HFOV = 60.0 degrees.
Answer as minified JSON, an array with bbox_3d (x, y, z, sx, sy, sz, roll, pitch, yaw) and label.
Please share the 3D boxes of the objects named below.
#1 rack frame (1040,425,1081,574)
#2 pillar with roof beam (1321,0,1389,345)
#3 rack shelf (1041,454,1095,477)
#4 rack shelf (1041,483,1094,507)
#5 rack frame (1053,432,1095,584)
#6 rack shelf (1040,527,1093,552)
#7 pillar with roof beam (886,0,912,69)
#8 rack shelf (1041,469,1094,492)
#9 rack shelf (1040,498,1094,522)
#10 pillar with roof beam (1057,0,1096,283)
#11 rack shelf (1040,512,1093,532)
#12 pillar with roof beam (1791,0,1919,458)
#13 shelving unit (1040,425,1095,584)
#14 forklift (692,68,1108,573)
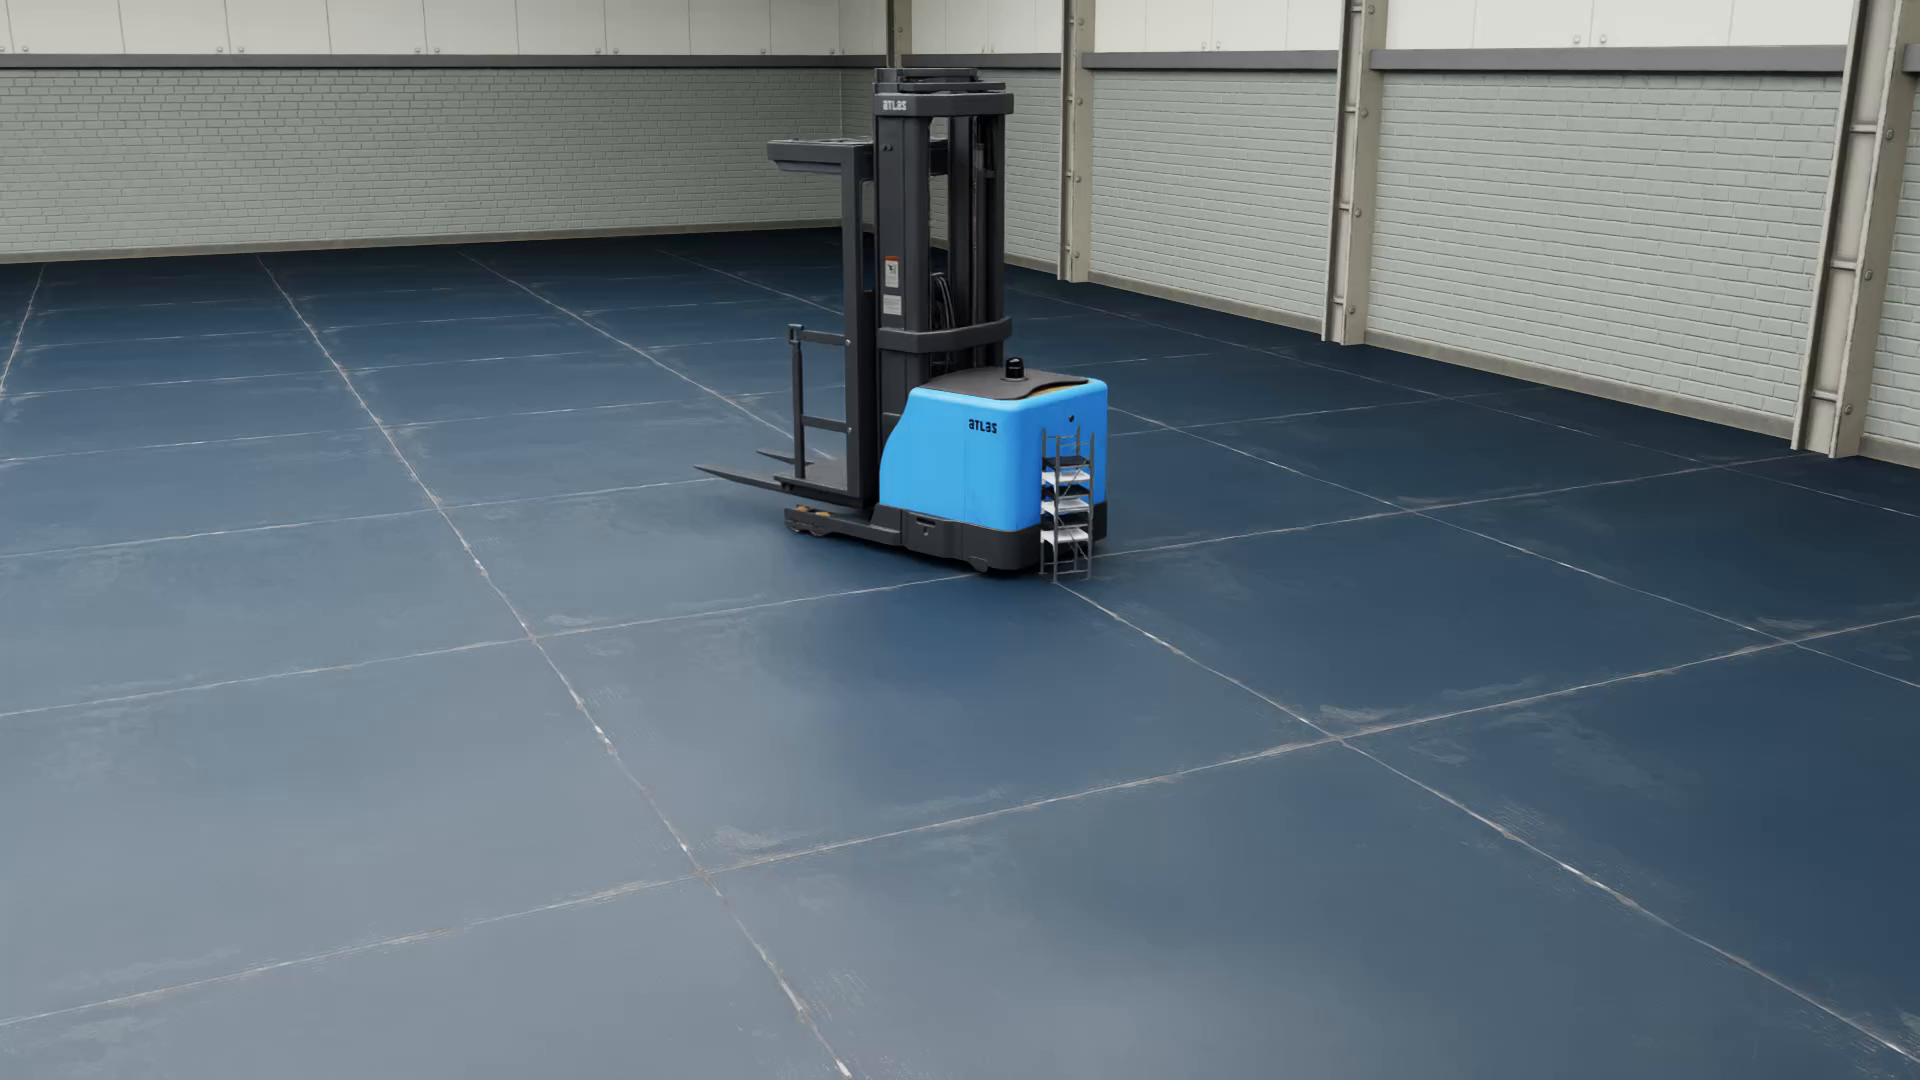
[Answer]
[{"bbox_3d":[0.599,-0.237,9.944,0.240,0.900,0.006,-5,17,-19],"label":"rack frame"},{"bbox_3d":[0.369,-5.996,15.332,9.100,9.000,0.400,-8,18,-25],"label":"pillar with roof beam"},{"bbox_3d":[0.635,-0.438,9.787,0.258,0.077,0.200,-5,17,-19],"label":"rack shelf"},{"bbox_3d":[0.634,-0.265,9.836,0.258,0.077,0.200,-5,17,-19],"label":"rack shelf"},{"bbox_3d":[0.668,-0.185,9.760,0.240,0.900,0.006,-5,17,-19],"label":"rack frame"},{"bbox_3d":[0.632,-0.006,9.910,0.258,0.077,0.200,-5,17,-19],"label":"rack shelf"},{"bbox_3d":[-4.888,-8.972,25.700,9.100,9.000,0.400,-8,18,-25],"label":"pillar with roof beam"},{"bbox_3d":[0.634,-0.352,9.811,0.258,0.077,0.200,-5,17,-19],"label":"rack shelf"},{"bbox_3d":[0.633,-0.179,9.861,0.258,0.077,0.200,-5,17,-19],"label":"rack shelf"},{"bbox_3d":[-2.260,-7.484,20.516,9.100,9.000,0.400,-8,18,-25],"label":"pillar with roof beam"},{"bbox_3d":[0.633,-0.092,9.886,0.258,0.077,0.200,-5,17,-19],"label":"rack shelf"},{"bbox_3d":[2.997,-4.508,10.147,9.100,9.000,0.400,-8,18,-25],"label":"pillar with roof beam"},{"bbox_3d":[0.633,-0.211,9.852,0.258,0.900,0.210,-5,17,-19],"label":"shelving unit"},{"bbox_3d":[-0.524,-1.527,10.759,3.031,2.935,1.130,13,20,38],"label":"forklift"}]
